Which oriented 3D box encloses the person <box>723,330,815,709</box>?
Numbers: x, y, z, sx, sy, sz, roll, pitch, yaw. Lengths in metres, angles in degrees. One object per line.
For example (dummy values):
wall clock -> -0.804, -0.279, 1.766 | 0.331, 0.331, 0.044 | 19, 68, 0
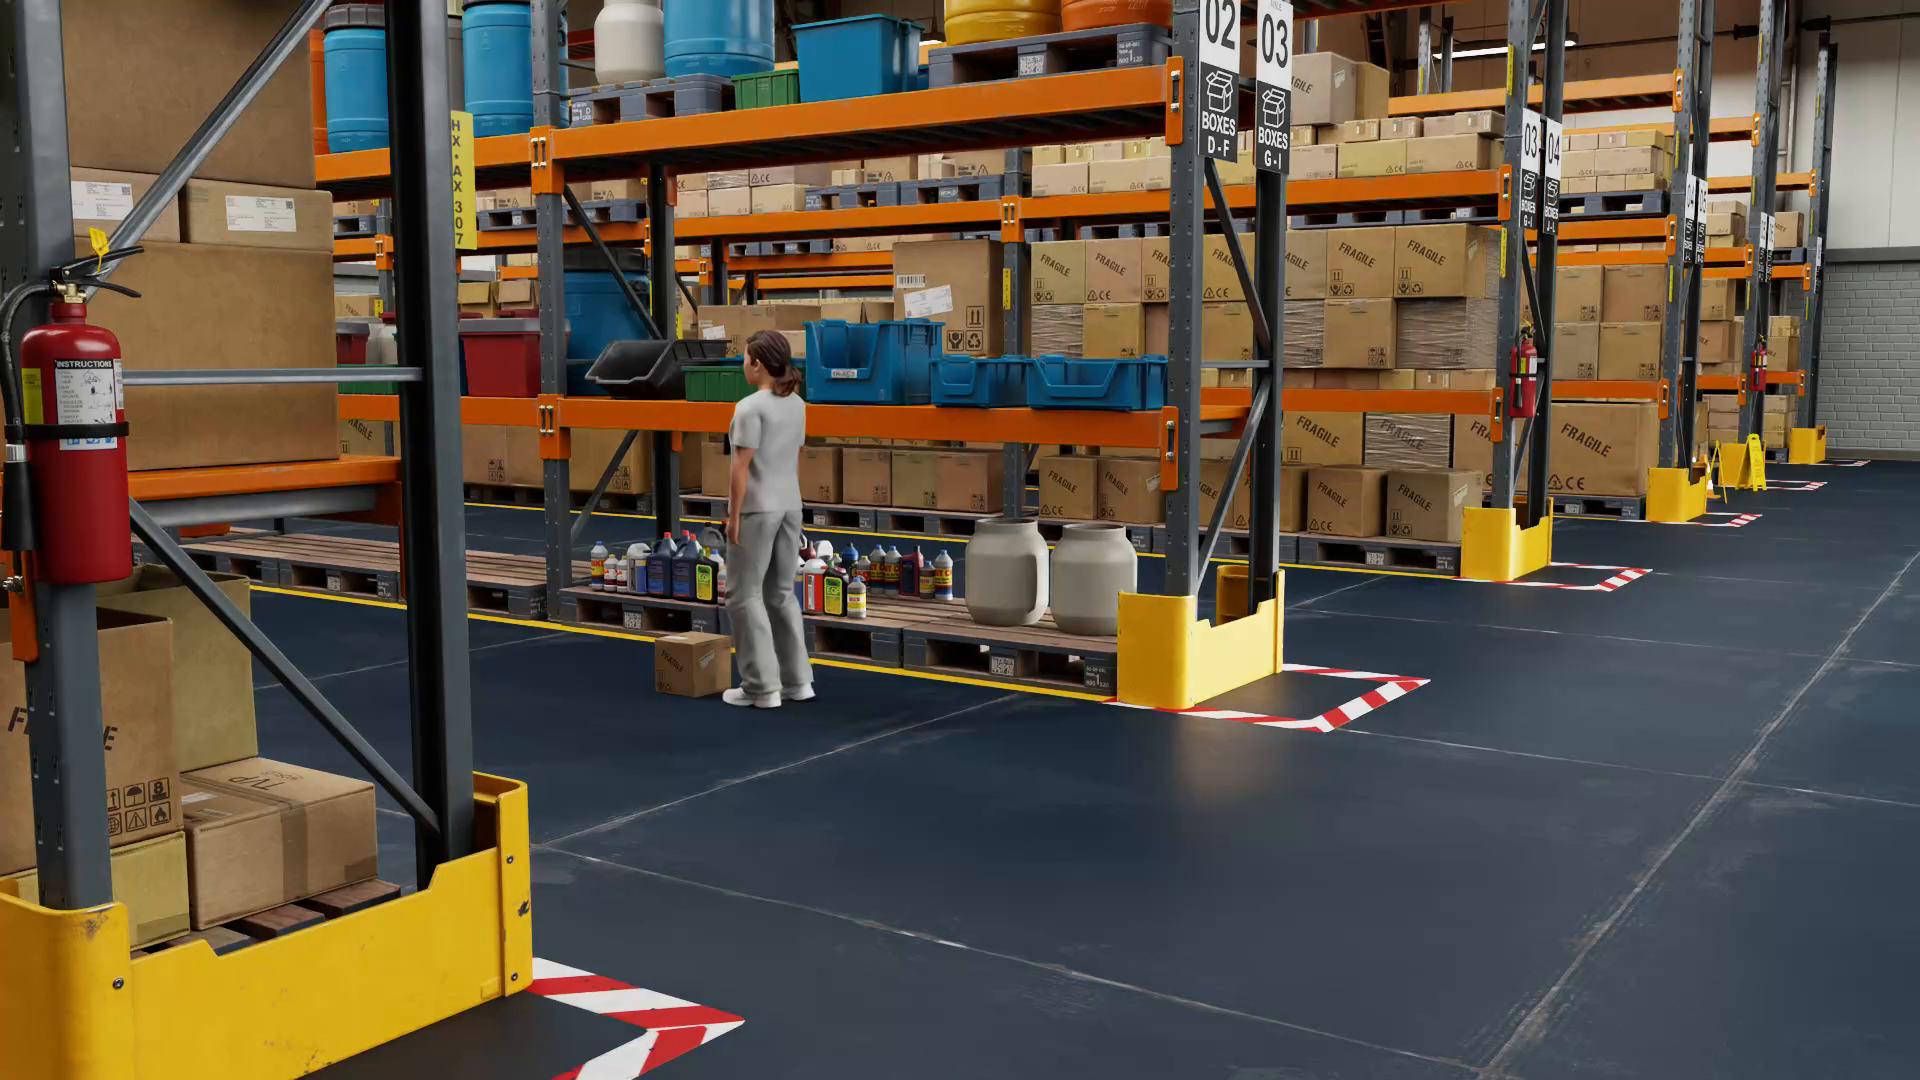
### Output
person -> -0.856, -0.081, 7.365 | 0.373, 1.686, 0.438 | 4, 8, 35
